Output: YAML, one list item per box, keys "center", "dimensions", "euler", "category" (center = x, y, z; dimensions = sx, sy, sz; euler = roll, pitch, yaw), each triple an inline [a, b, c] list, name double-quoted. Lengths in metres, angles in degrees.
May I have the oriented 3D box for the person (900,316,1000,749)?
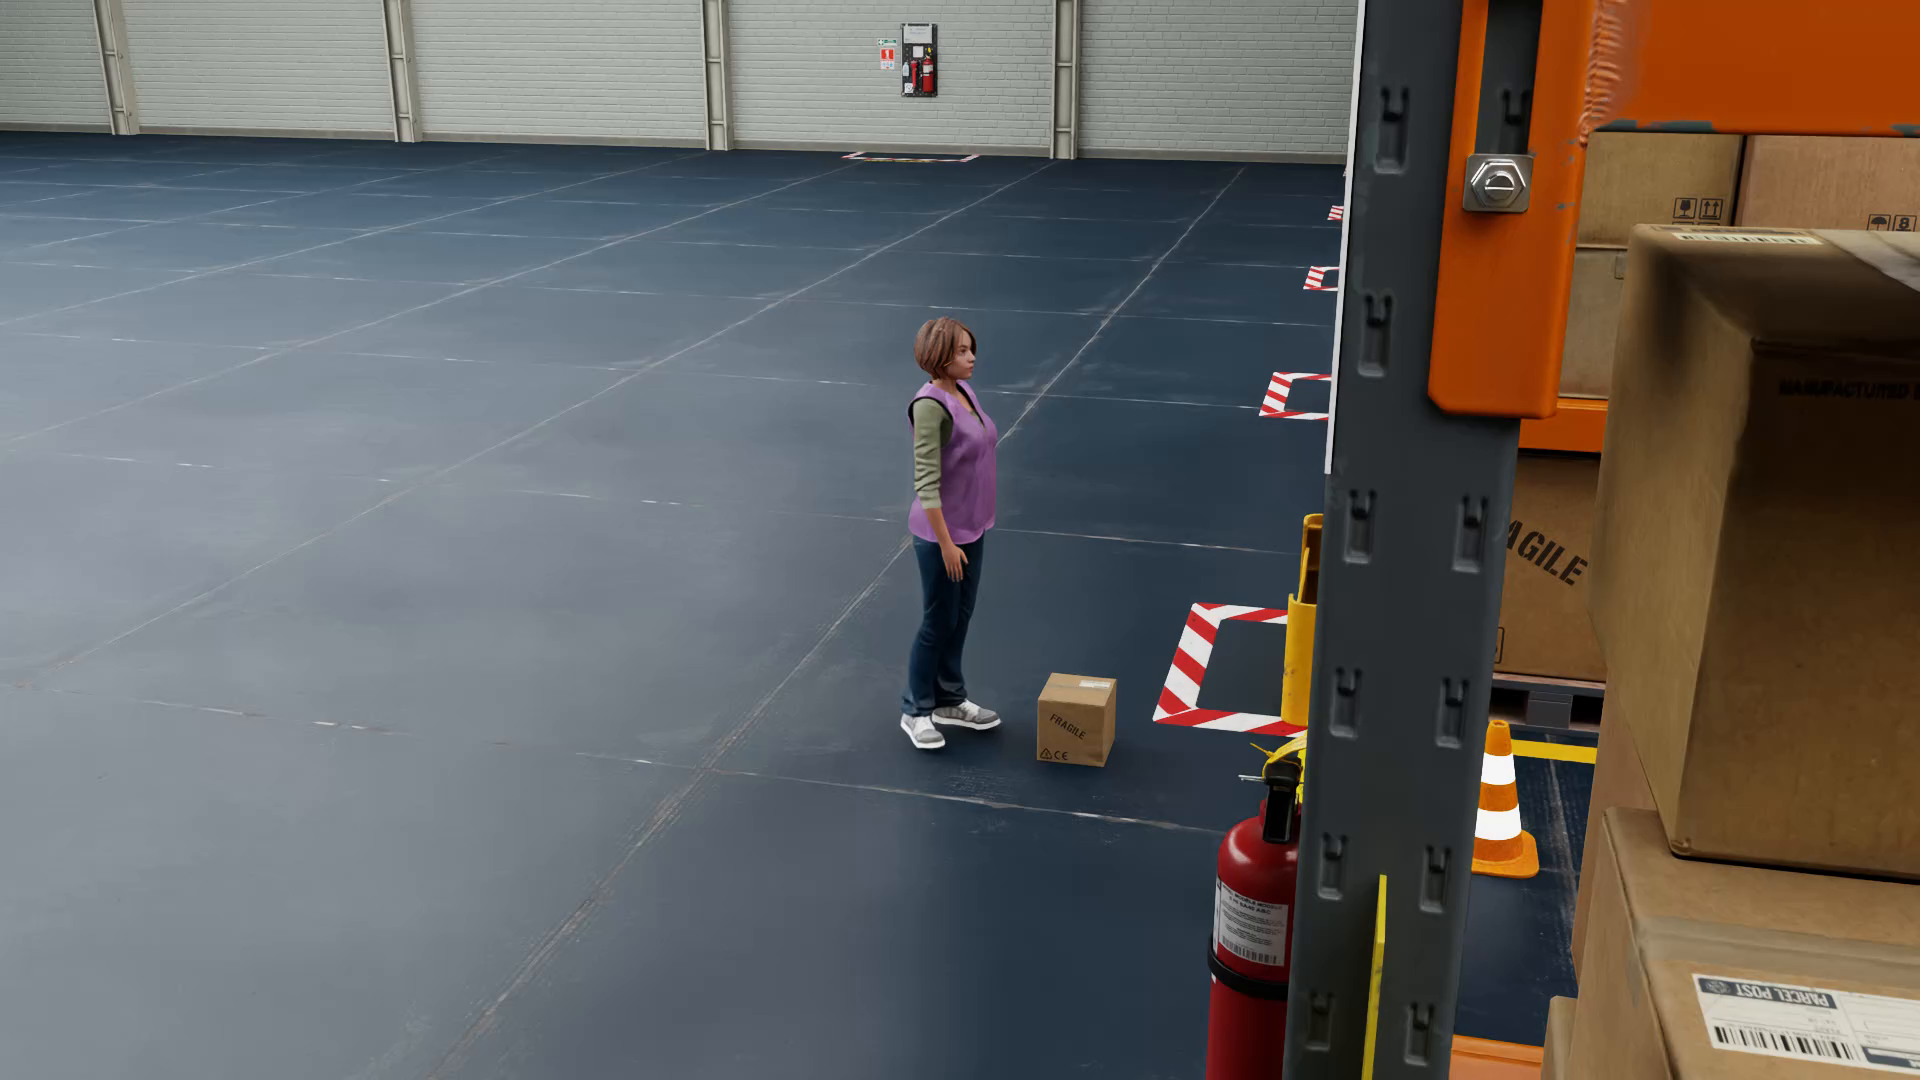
- center: [-0.047, -0.025, 6.090]
  dimensions: [0.348, 1.599, 0.439]
  euler: [7, 20, 21]
  category: "person"
